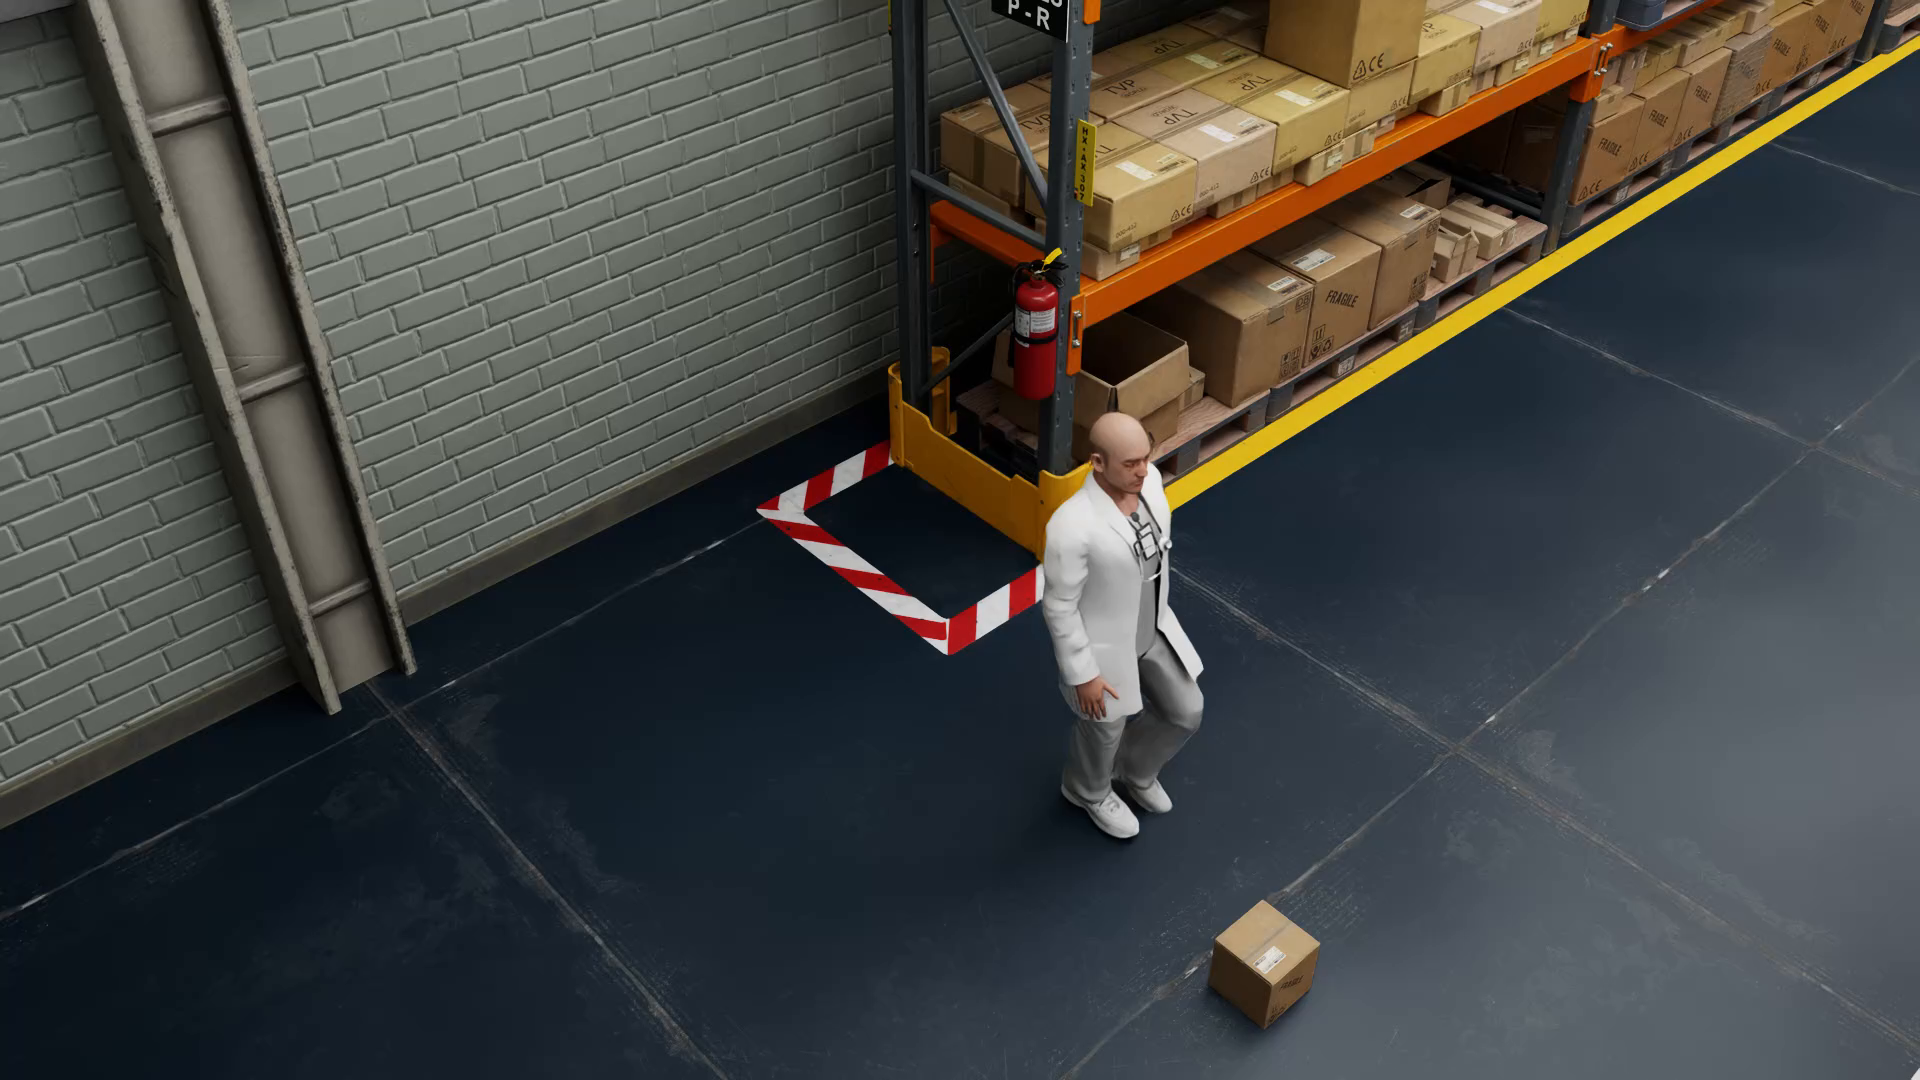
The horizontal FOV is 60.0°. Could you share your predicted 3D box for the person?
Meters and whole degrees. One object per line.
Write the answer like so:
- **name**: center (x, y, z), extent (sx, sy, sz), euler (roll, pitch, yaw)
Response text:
- **person**: center (0.570, 0.372, 5.720), extent (0.646, 1.818, 0.469), euler (-31, 48, -32)
